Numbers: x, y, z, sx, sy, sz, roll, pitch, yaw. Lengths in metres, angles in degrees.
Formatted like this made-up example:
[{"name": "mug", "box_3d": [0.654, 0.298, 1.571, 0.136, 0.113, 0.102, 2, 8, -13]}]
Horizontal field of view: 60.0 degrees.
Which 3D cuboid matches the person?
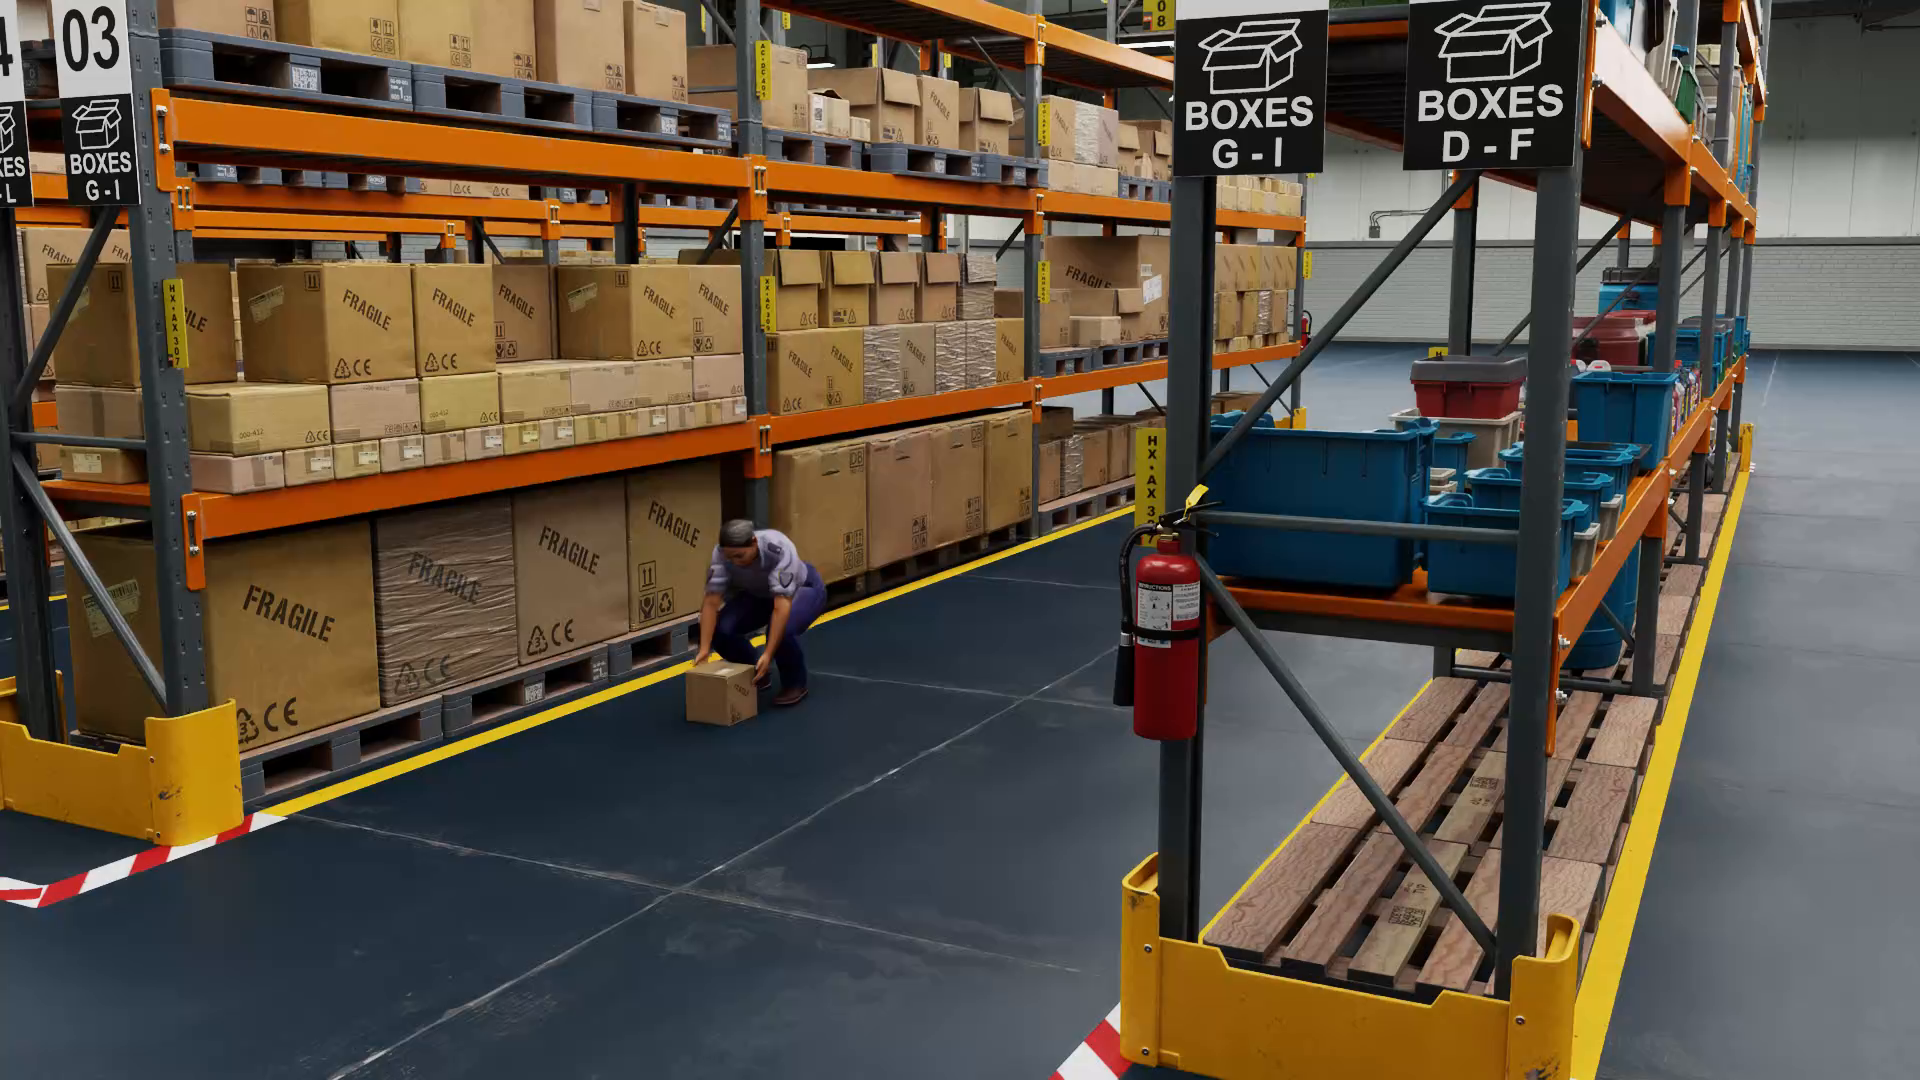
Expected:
[{"name": "person", "box_3d": [-0.984, 0.339, 8.420, 0.527, 0.985, 0.806, 4, 10, 26]}]
